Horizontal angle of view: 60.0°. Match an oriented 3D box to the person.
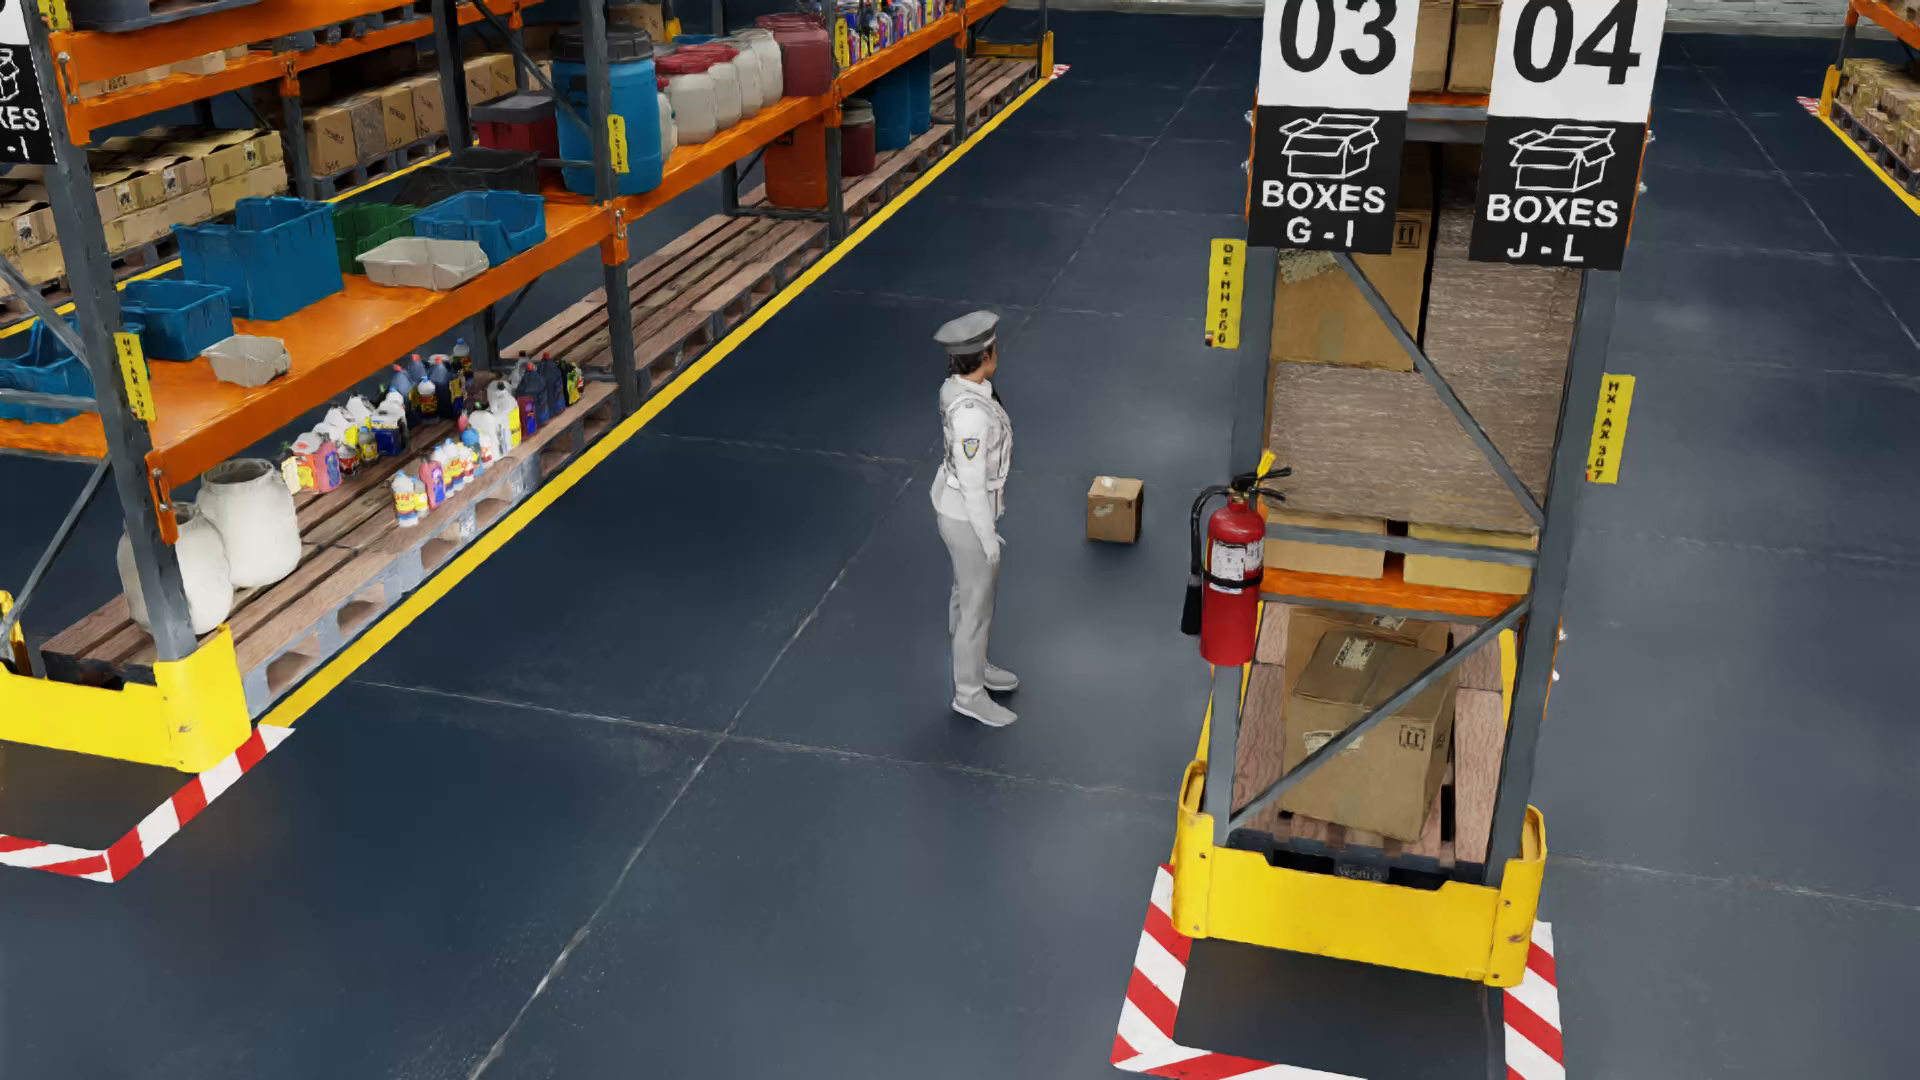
[{"bbox_3d":[0.069,-0.081,6.771,0.375,1.720,0.531,-3,26,-5],"label":"person"}]
